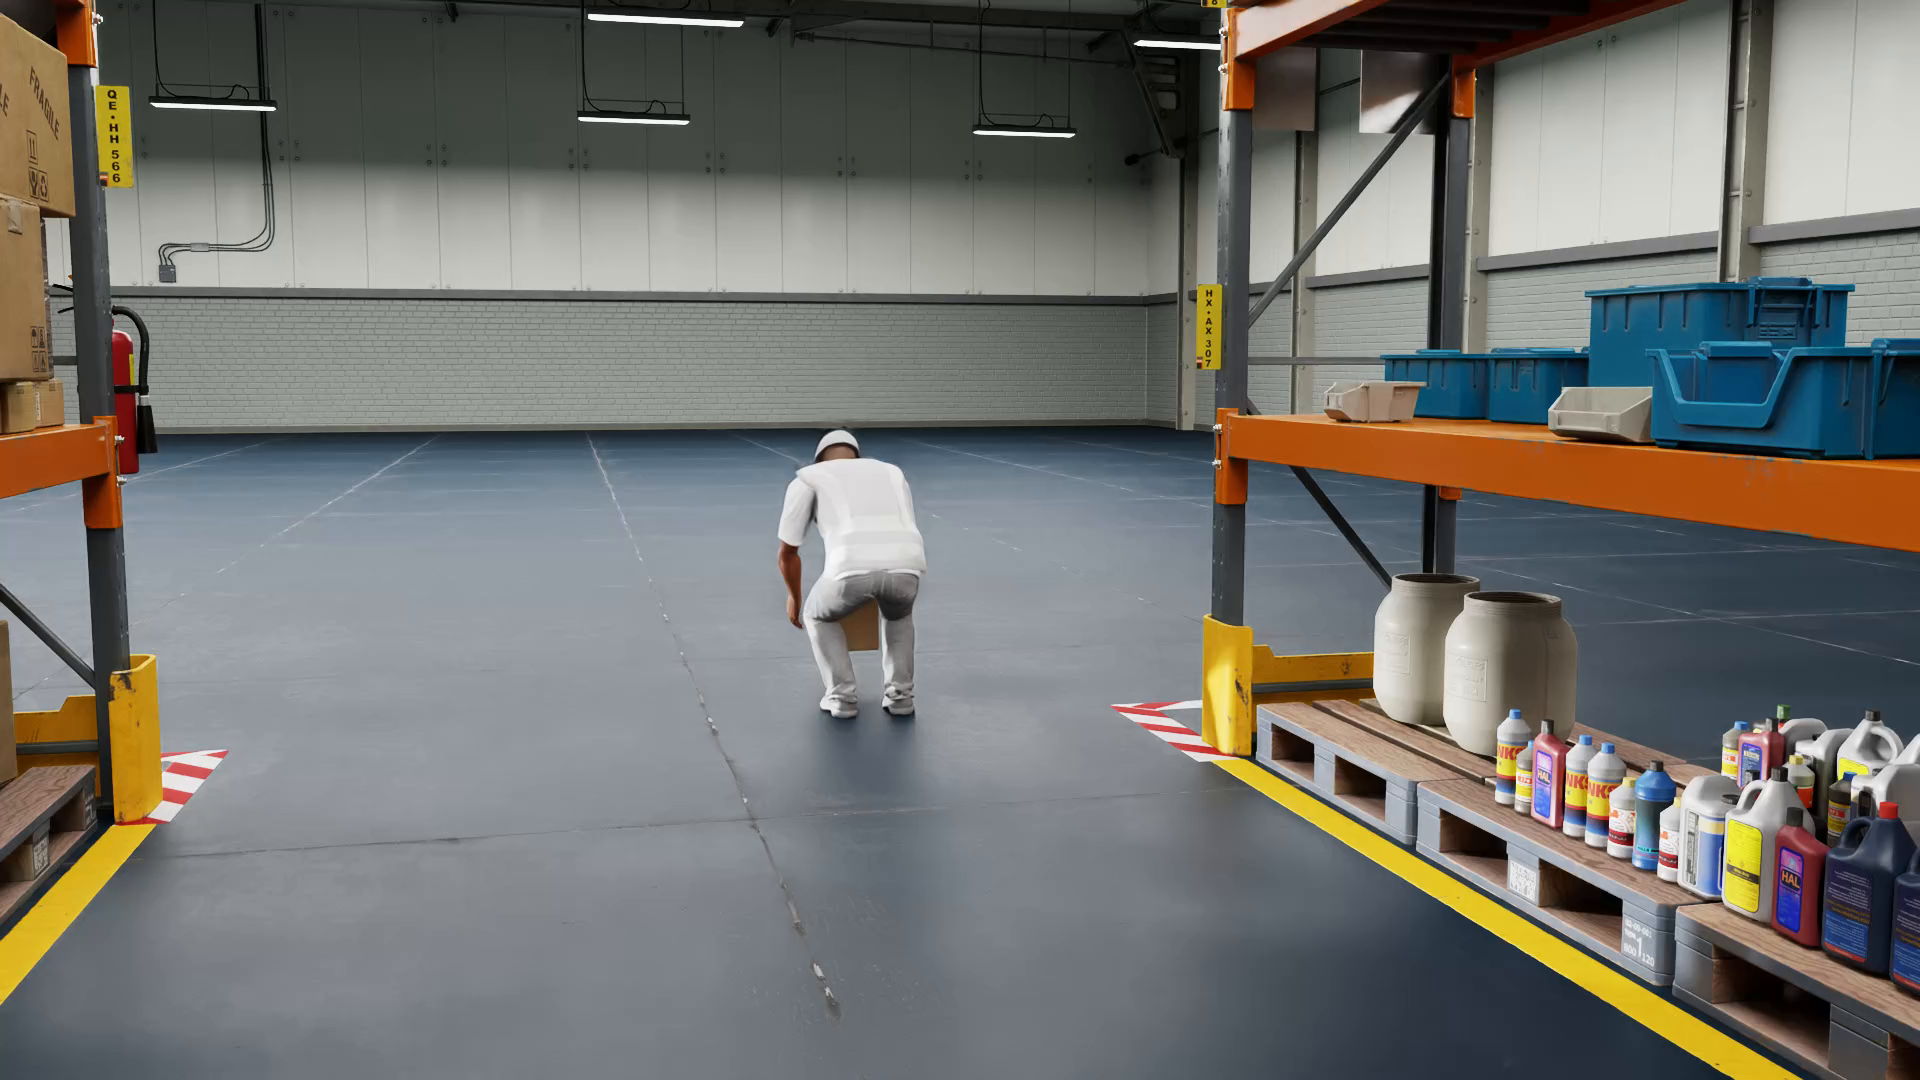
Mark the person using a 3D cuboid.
[{"bbox_3d":[-0.465,0.137,7.224,0.620,1.204,0.839,-1,6,-14],"label":"person"}]
